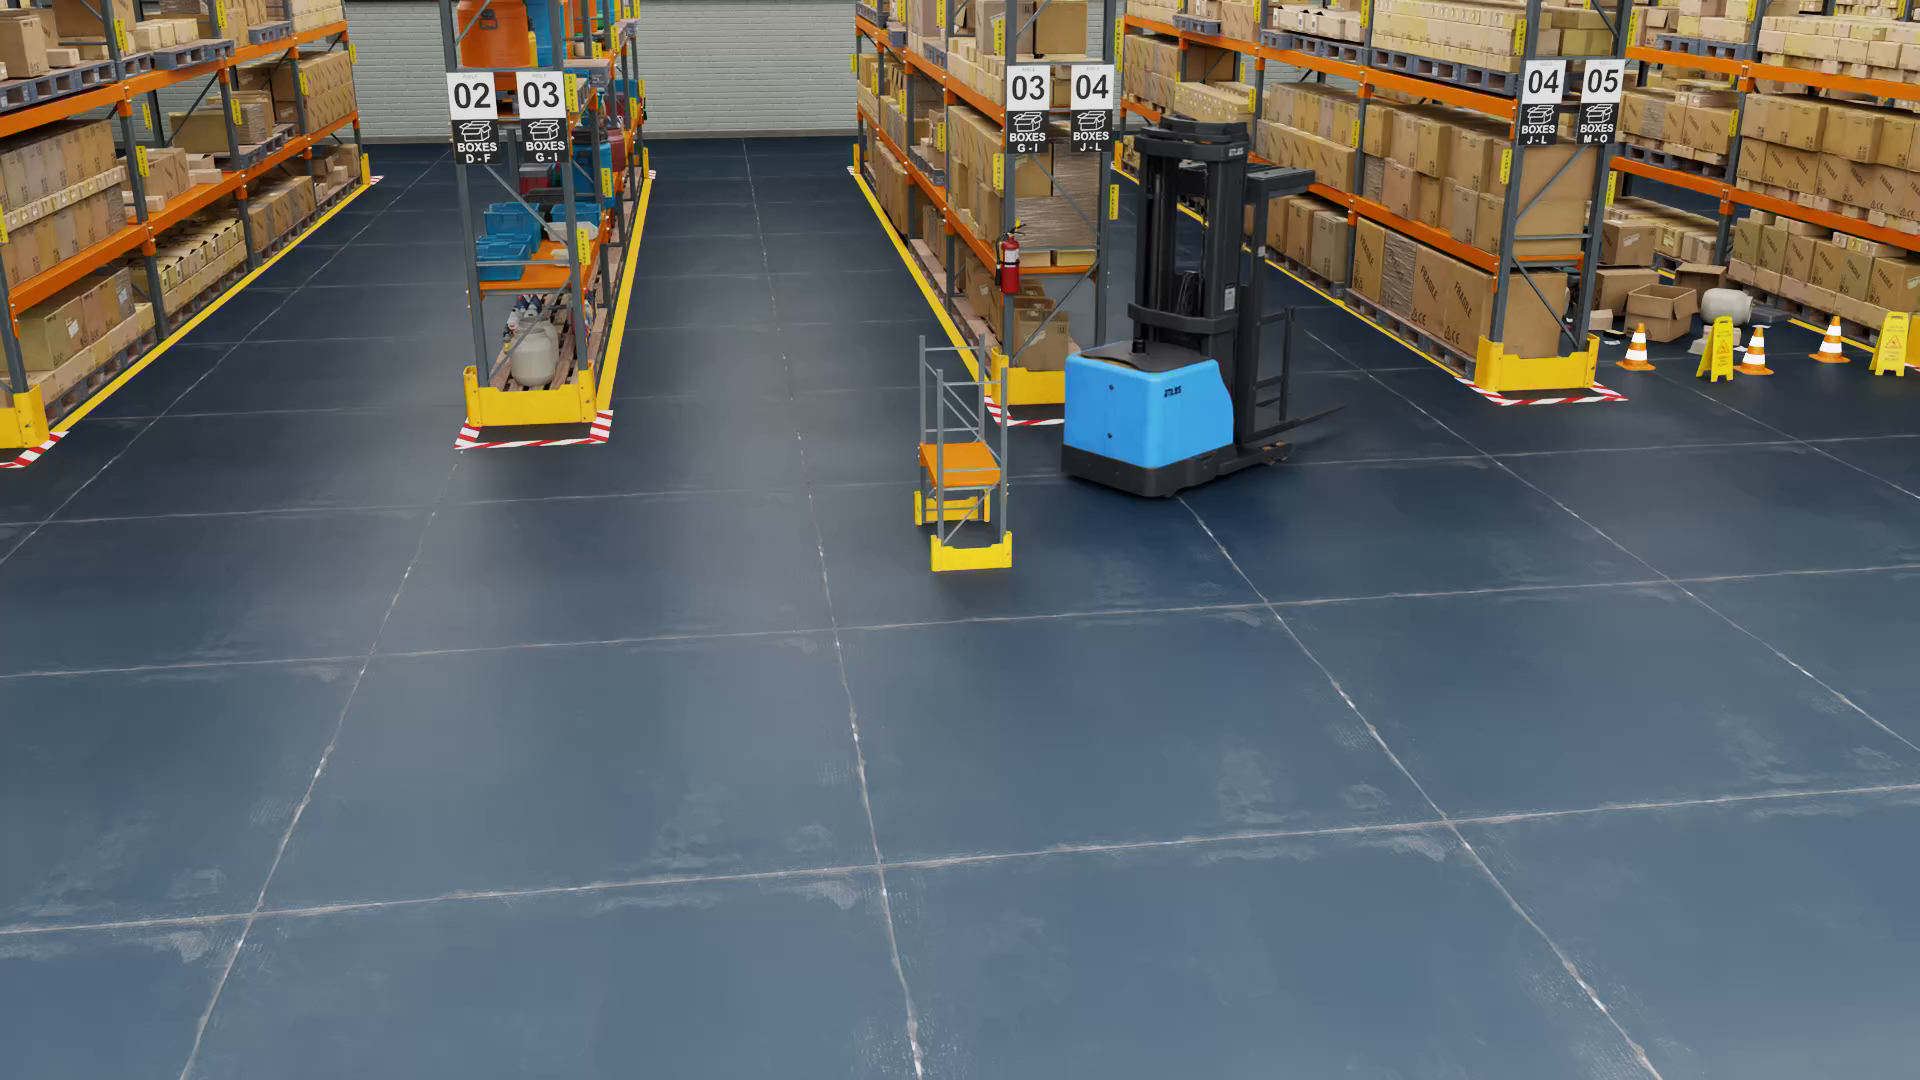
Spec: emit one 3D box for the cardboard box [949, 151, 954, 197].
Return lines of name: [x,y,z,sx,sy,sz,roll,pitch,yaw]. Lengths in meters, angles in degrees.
cardboard box: [0.341,-4.187,19.071,0.875,0.500,0.500,-3,21,-8]

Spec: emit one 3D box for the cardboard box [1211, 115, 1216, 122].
cardboard box: [4.013,-6.341,25.166,0.380,0.149,0.250,-4,21,-10]

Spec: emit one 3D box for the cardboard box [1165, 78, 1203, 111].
cardboard box: [3.757,-7.484,27.899,0.500,0.500,0.500,-3,21,-8]

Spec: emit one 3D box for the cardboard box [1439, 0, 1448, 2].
cardboard box: [5.664,-6.081,18.901,0.380,0.149,0.250,-3,21,-8]

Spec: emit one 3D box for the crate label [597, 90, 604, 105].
crate label: [-6.584,-7.912,29.767,0.416,0.233,0.303,-3,21,-8]

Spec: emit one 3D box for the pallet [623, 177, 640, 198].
pallet: [-6.041,-6.049,28.611,1.003,0.211,1.213,-3,21,-8]

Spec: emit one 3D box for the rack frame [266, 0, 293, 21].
rack frame: [-10.620,-9.242,24.598,1.000,3.000,0.127,-3,21,-8]

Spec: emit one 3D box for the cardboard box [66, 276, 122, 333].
cardboard box: [-9.047,-2.425,17.180,0.500,0.500,0.500,-3,21,-8]

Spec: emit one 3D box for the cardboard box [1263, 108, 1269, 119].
cardboard box: [4.729,-6.342,24.742,0.380,0.149,0.250,-4,21,-9]

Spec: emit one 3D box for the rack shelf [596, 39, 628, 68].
rack shelf: [-5.429,-7.055,24.061,1.077,0.370,4.000,-3,21,-8]

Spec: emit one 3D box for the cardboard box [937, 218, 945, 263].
cardboard box: [0.058,-3.961,21.979,0.700,0.500,0.500,-1,21,-3]

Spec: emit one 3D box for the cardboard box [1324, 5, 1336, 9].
cardboard box: [5.131,-7.020,22.322,0.500,0.311,0.500,-3,21,-8]

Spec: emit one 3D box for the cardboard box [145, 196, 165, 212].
cardboard box: [-9.392,-3.861,19.125,0.380,0.149,0.250,-3,21,-8]

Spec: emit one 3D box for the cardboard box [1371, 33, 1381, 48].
cardboard box: [4.976,-5.763,19.187,0.380,0.149,0.250,-3,21,-9]

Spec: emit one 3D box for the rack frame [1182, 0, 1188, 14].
rack frame: [4.107,-9.955,26.509,1.000,3.000,0.127,-3,21,-8]

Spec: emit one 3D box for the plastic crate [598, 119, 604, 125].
plastic crate: [-5.643,-6.753,26.800,0.396,0.136,0.243,-3,21,-8]

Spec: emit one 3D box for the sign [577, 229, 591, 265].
sign: [-3.443,-2.681,15.211,0.100,0.325,0.005,-3,21,-8]

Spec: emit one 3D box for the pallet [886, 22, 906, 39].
pallet: [-0.549,-7.469,24.409,1.003,0.211,1.213,-2,21,-5]

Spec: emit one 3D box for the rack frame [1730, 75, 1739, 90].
rack frame: [13.902,-7.681,28.994,1.000,3.000,0.127,-3,21,-8]

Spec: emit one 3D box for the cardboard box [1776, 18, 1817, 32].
cardboard box: [9.932,-6.106,19.711,0.380,0.149,0.250,-2,21,-6]

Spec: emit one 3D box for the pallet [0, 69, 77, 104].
pallet: [-9.145,-4.310,15.807,1.003,0.211,1.213,-3,21,-8]

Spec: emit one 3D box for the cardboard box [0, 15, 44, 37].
cardboard box: [-9.354,-4.801,16.048,0.797,0.503,0.637,-1,20,-2]

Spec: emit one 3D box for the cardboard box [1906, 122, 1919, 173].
cardboard box: [10.430,-4.095,17.396,0.700,0.500,0.500,-3,21,-9]

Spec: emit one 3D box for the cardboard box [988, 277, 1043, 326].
cardboard box: [0.612,-2.636,18.459,0.500,0.500,0.500,-5,21,-13]

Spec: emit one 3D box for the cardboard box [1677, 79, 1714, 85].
cardboard box: [13.441,-8.260,30.334,0.500,0.250,0.500,-3,21,-8]

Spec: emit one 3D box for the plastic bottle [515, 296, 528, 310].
plastic bottle: [-4.831,-2.509,18.305,0.144,0.351,0.185,-4,21,-10]

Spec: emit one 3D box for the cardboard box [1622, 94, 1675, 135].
cardboard box: [9.568,-5.896,23.048,0.500,0.500,0.500,-3,21,-7]

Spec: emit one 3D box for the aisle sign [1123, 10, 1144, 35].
aisle sign: [3.223,-9.758,30.839,0.394,0.787,0.004,-3,21,-8]

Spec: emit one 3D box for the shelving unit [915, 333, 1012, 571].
shelving unit: [0.011,-0.676,12.383,0.587,1.500,1.083,-3,21,-8]

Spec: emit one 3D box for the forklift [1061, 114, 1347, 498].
forklift: [2.270,-2.136,14.245,3.031,2.935,1.130,-19,27,-40]

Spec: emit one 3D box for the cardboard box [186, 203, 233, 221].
cardboard box: [-10.410,-4.393,23.136,0.500,0.500,0.500,-2,21,-6]

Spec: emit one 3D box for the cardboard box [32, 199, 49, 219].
cardboard box: [-8.884,-3.131,15.743,0.380,0.149,0.250,-4,21,-10]

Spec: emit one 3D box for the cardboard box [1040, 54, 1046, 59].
cardboard box: [1.003,-4.762,16.535,0.380,0.149,0.250,-3,21,-8]

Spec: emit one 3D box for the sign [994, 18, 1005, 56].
sign: [0.361,-4.574,15.122,0.100,0.325,0.005,-3,21,-8]

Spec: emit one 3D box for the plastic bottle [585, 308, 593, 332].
plastic bottle: [-4.092,-2.397,18.110,0.152,0.276,0.135,-3,21,-7]

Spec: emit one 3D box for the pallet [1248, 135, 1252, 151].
pallet: [4.475,-5.911,24.530,1.213,0.211,1.003,-3,21,-8]

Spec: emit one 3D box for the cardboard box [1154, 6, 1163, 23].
cardboard box: [3.634,-8.985,28.414,0.500,0.250,0.500,-3,21,-8]

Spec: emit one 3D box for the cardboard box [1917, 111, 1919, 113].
cardboard box: [14.371,-6.121,24.316,0.500,0.250,0.500,-2,21,-6]

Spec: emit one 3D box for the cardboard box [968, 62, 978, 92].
cardboard box: [0.375,-4.788,17.177,0.500,0.250,0.500,-3,21,-9]

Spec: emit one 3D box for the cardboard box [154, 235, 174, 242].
cardboard box: [-10.103,-3.663,20.765,0.500,0.311,0.500,-3,21,-9]

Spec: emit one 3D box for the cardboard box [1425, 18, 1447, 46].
cardboard box: [5.274,-5.385,17.605,0.500,0.250,0.500,-3,21,-7]

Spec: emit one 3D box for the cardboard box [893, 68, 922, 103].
cardboard box: [-0.629,-6.987,25.561,0.797,0.503,0.637,-3,21,-7]

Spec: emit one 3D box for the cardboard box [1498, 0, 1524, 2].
cardboard box: [8.830,-8.758,26.849,0.500,0.500,0.500,-3,21,-9]

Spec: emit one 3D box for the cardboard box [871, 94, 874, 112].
cardboard box: [-1.217,-7.317,27.810,0.500,0.250,0.500,-2,21,-6]

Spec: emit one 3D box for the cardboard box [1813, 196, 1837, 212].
cardboard box: [10.111,-3.887,19.196,0.380,0.149,0.250,-3,21,-8]

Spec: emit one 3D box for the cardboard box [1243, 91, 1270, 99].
cardboard box: [4.585,-6.829,25.621,0.380,0.149,0.250,-3,21,-9]

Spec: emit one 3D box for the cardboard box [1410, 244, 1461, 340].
cardboard box: [5.544,-2.727,18.168,0.875,0.875,0.875,-3,21,-9]

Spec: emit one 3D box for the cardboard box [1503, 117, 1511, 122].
cardboard box: [8.990,-6.663,26.482,0.500,0.250,0.500,-3,21,-9]

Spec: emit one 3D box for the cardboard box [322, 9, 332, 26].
cardboard box: [-10.715,-8.640,27.490,0.500,0.250,0.500,-3,21,-8]

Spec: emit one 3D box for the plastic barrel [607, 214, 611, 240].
plastic barrel: [-5.228,-4.643,23.363,0.600,0.830,0.708,-3,21,-8]

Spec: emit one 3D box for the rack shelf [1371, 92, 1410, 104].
rack shelf: [8.702,-7.785,30.300,1.077,0.370,4.000,-3,21,-8]

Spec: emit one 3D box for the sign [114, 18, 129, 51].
sign: [-8.917,-5.374,17.679,0.100,0.325,0.005,-3,21,-8]

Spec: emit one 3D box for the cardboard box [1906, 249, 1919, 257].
cardboard box: [10.794,-3.017,18.764,0.500,0.500,0.500,-4,21,-10]

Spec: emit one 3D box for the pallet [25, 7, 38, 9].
pallet: [-15.980,-8.672,27.488,1.003,0.211,1.213,-3,21,-8]

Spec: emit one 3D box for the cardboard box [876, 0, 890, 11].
cardboard box: [-0.988,-8.893,27.066,0.700,0.500,0.500,-4,21,-11]

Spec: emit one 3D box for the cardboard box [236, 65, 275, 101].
cardboard box: [-10.949,-7.108,25.889,0.500,0.500,0.500,-3,21,-7]

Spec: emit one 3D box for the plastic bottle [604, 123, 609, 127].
plastic bottle: [-5.317,-6.139,25.049,0.097,0.271,0.097,0,20,0]
